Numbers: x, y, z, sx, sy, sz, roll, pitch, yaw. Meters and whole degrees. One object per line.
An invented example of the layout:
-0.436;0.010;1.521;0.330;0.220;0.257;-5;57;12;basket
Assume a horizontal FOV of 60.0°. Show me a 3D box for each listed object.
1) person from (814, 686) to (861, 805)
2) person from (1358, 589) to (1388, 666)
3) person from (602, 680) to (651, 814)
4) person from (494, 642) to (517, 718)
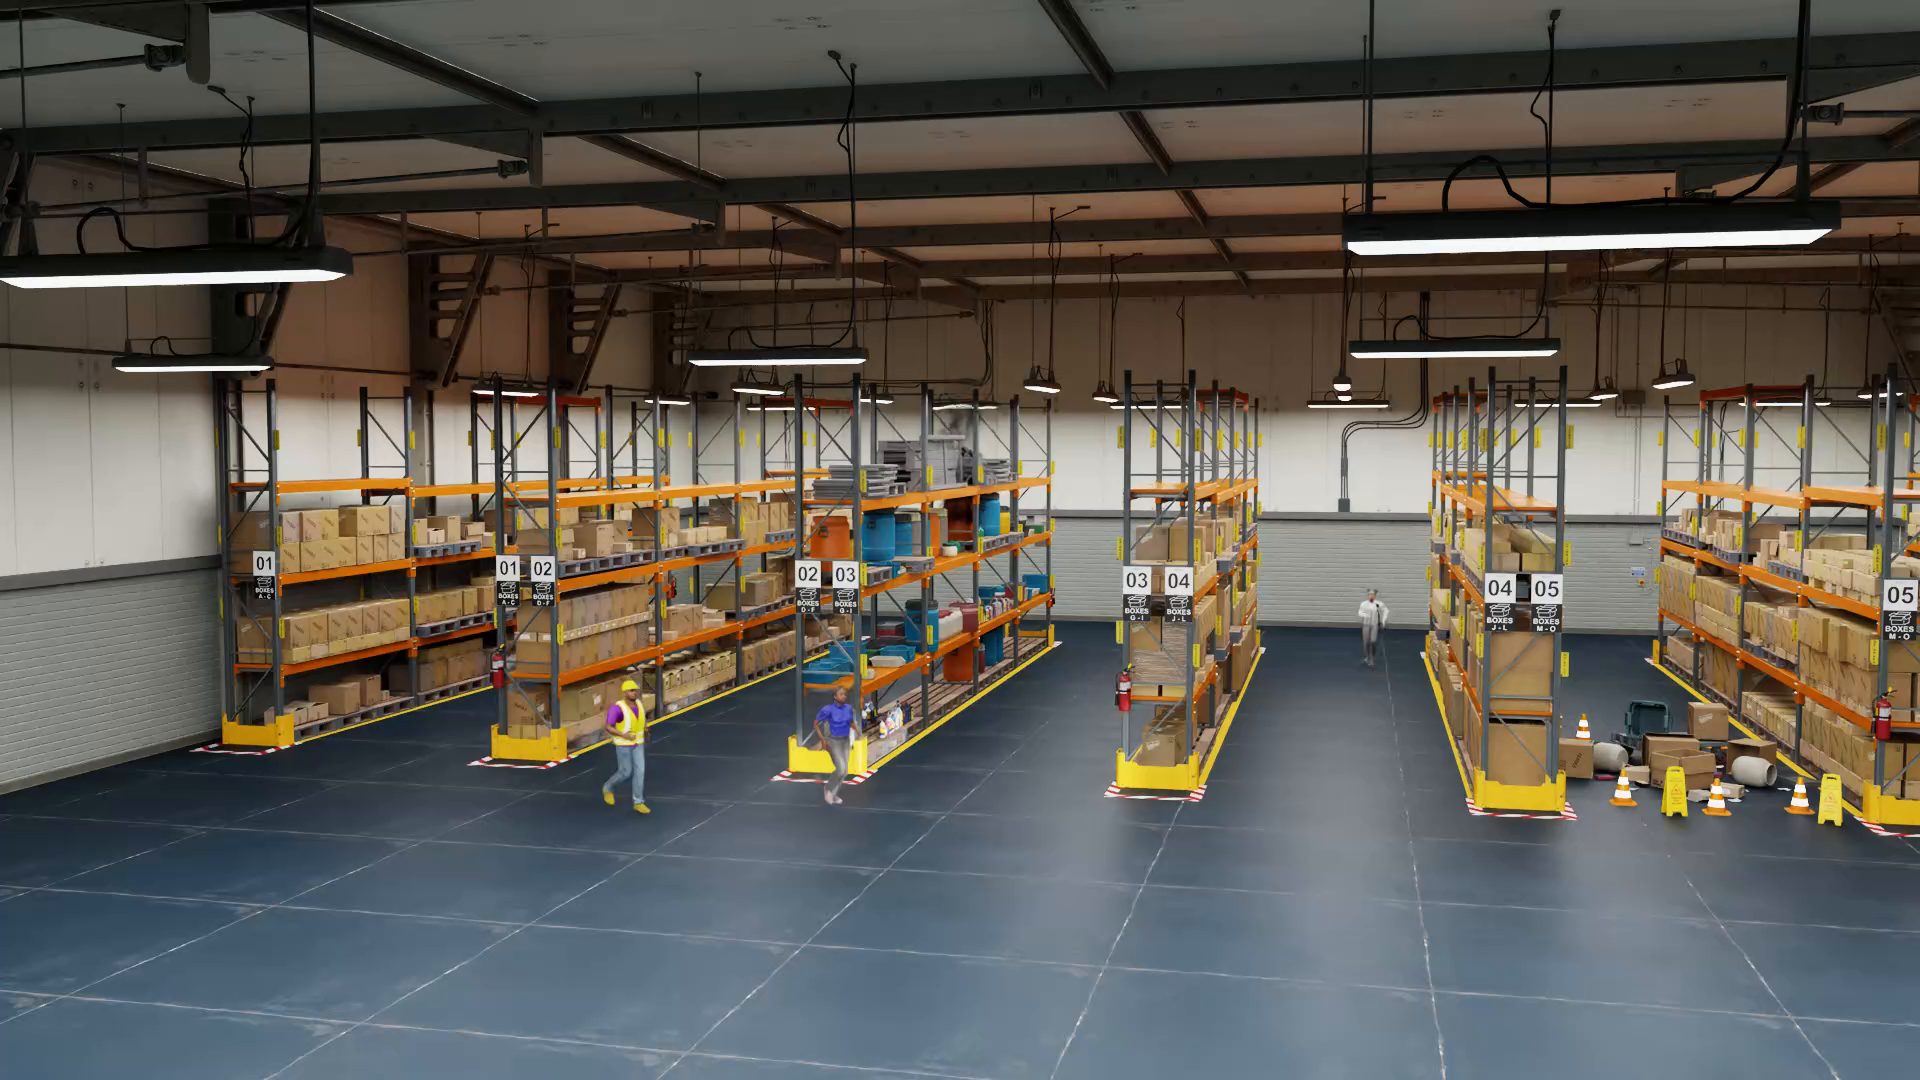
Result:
-1.636;2.817;22.815;0.582;1.625;0.603;-3;5;-43;person
9.183;1.943;37.048;0.599;1.743;0.721;1;4;23;person
-4.491;2.774;22.489;0.837;1.775;0.725;3;4;39;person
-7.793;2.557;28.685;0.543;1.455;0.574;1;4;12;person
